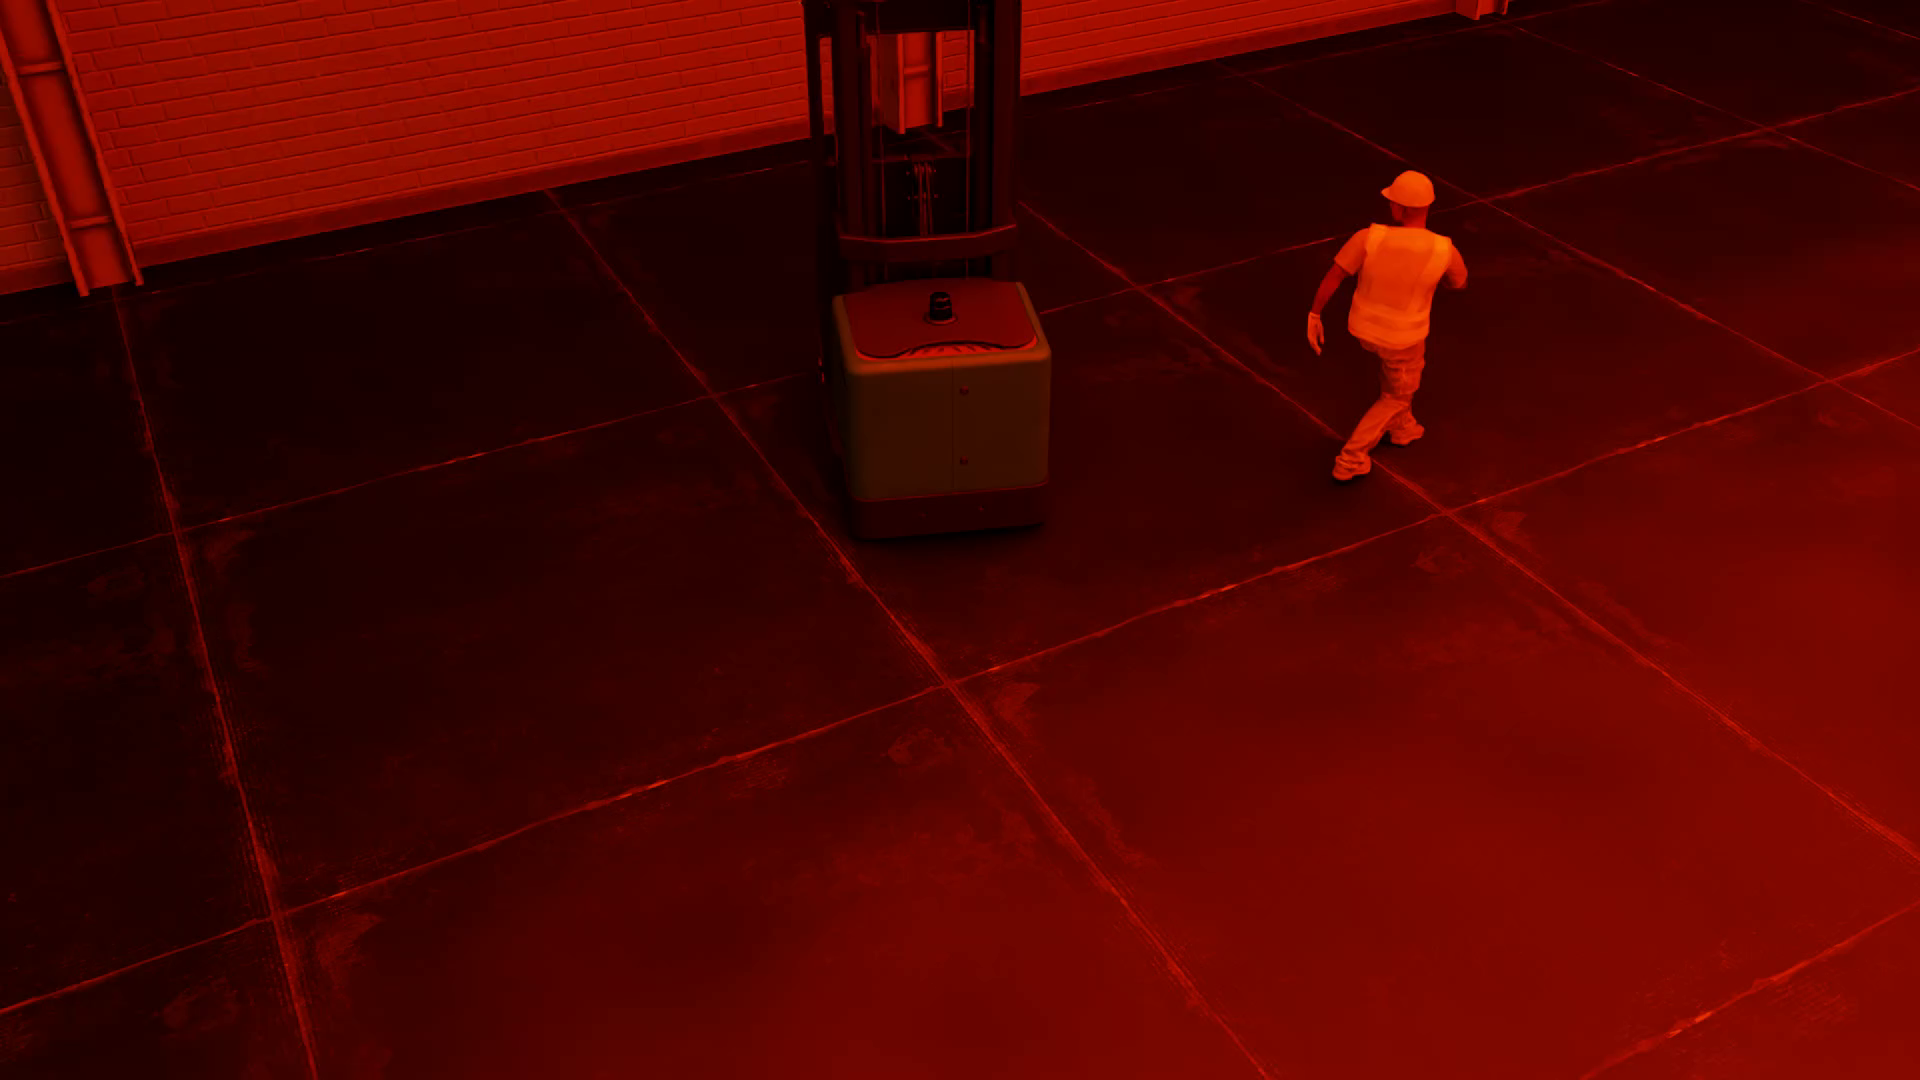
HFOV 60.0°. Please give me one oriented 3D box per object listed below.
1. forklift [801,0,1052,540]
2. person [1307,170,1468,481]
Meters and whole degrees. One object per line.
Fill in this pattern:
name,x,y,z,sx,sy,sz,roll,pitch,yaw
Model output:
forklift,-0.273,-2.041,9.011,1.130,2.935,3.031,-5,36,-7
person,2.307,-1.138,8.830,0.571,1.721,0.992,29,44,34
